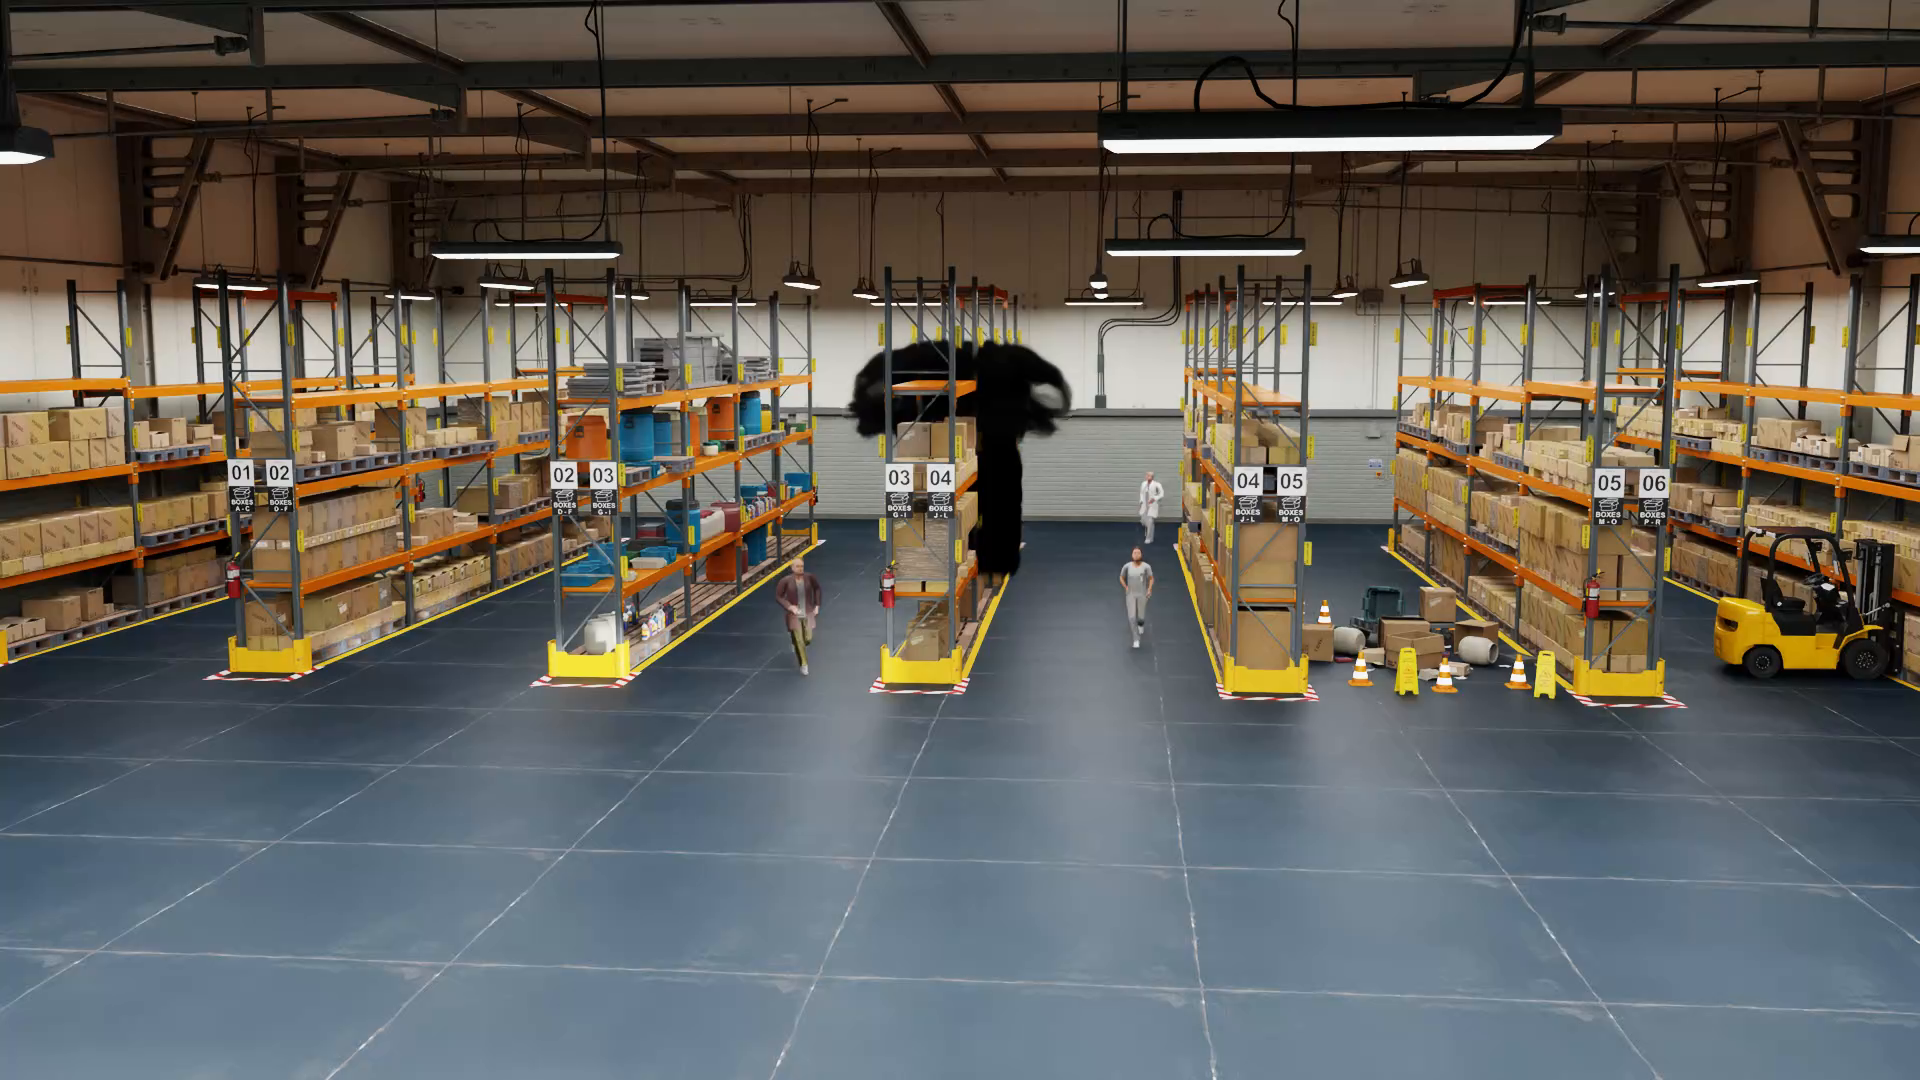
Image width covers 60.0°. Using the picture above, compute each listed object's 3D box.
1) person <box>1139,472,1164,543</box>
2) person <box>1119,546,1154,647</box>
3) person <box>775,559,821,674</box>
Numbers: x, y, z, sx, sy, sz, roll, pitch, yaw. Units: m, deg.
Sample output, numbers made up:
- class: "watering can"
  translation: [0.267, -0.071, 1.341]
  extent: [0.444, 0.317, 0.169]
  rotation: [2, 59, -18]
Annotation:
- class: "person"
  translation: [4.661, -0.802, 40.732]
  extent: [0.700, 1.747, 0.671]
  rotation: [5, 9, 36]
- class: "person"
  translation: [2.880, 0.913, 27.150]
  extent: [0.565, 1.633, 0.540]
  rotation: [1, 7, 8]
- class: "person"
  translation: [-2.435, 1.132, 25.042]
  extent: [0.745, 1.738, 0.750]
  rotation: [-3, 8, -23]
